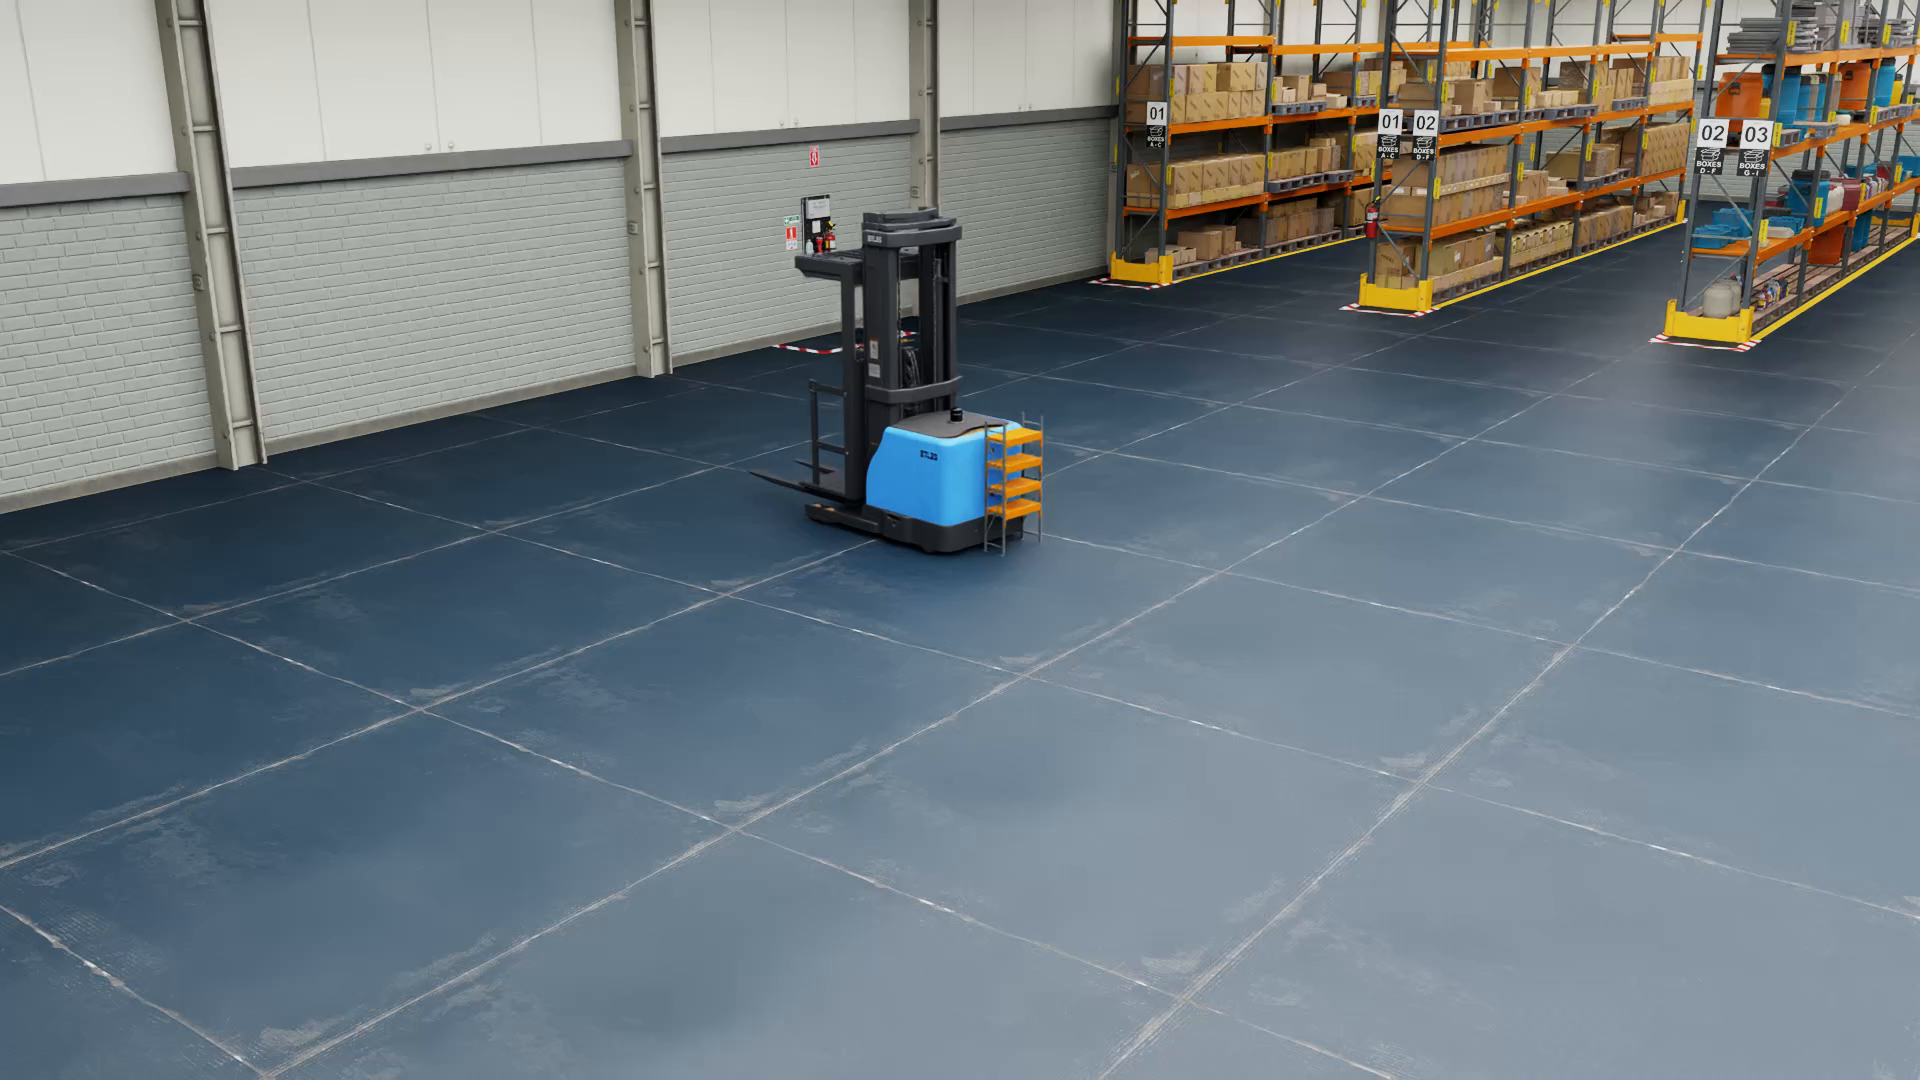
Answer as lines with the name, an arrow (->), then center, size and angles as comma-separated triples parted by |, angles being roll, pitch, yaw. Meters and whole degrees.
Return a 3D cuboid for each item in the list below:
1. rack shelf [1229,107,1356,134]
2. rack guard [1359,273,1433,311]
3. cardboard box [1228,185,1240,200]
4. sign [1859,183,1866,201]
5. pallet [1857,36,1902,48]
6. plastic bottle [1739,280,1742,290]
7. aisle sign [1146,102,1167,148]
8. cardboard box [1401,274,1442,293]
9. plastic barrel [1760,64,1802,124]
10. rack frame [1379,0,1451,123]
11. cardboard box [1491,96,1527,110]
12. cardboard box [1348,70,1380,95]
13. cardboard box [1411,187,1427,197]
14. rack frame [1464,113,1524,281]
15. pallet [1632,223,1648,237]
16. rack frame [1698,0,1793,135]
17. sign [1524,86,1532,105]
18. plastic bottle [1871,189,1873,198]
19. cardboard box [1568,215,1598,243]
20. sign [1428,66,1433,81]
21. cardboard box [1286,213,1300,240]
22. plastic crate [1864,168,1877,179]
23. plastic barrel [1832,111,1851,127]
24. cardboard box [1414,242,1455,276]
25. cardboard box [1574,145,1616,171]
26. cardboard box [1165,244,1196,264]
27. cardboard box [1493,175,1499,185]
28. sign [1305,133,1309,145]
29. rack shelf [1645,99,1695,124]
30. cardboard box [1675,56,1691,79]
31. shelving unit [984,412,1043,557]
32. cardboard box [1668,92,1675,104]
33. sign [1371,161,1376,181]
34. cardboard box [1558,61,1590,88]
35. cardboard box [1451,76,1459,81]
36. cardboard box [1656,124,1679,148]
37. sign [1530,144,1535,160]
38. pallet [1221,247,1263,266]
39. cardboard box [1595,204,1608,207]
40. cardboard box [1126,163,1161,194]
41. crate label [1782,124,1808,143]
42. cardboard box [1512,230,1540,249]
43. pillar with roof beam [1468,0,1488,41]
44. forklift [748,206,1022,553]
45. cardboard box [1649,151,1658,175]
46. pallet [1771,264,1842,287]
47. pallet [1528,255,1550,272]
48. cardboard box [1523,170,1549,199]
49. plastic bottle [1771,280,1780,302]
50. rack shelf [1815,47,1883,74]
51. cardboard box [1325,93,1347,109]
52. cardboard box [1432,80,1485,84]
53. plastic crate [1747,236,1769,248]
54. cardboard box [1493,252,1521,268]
rack shelf -> 6.872, -8.730, 34.461 | 1.077, 0.370, 4.000 | 12, 21, 35
rack guard -> 7.264, -4.139, 27.734 | 1.175, 0.500, 0.348 | 12, 21, 35
cardboard box -> 5.051, -6.697, 31.977 | 0.500, 0.250, 0.500 | 12, 21, 34
sign -> 16.466, -6.350, 30.364 | 0.100, 0.325, 0.005 | 12, 21, 35
pallet -> 16.475, -9.117, 30.429 | 1.213, 0.211, 1.003 | 12, 21, 35
plastic bottle -> 12.833, -4.147, 27.404 | 0.097, 0.271, 0.097 | 0, 17, 0
aisle sign -> 3.495, -7.384, 29.586 | 0.394, 0.787, 0.004 | 12, 21, 35
cardboard box -> 7.776, -4.314, 28.012 | 0.500, 0.250, 0.500 | 12, 21, 35
plastic barrel -> 12.958, -7.069, 26.344 | 0.600, 0.901, 0.708 | 12, 21, 35
rack frame -> 7.278, -8.203, 26.492 | 1.000, 3.000, 0.127 | 12, 21, 35
cardboard box -> 10.036, -7.997, 30.432 | 0.500, 0.250, 0.500 | 15, 23, 40
cardboard box -> 8.920, -10.199, 37.066 | 0.700, 0.500, 0.500 | 14, 22, 37
cardboard box -> 7.685, -5.751, 27.449 | 0.380, 0.149, 0.250 | 12, 21, 34
rack frame -> 9.661, -6.291, 30.449 | 1.000, 3.000, 0.127 | 12, 21, 35
pallet -> 14.838, -7.028, 37.525 | 1.003, 0.211, 1.213 | 12, 21, 35
rack frame -> 11.254, -7.327, 23.670 | 1.000, 3.000, 0.127 | 12, 21, 35
sign -> 10.108, -7.910, 29.602 | 0.100, 0.325, 0.005 | 12, 21, 35
plastic bottle -> 17.645, -6.747, 32.254 | 0.097, 0.201, 0.097 | 0, 17, 0
cardboard box -> 12.853, -6.443, 34.414 | 0.500, 0.500, 0.500 | 12, 21, 33
sign -> 10.889, -10.807, 38.532 | 0.100, 0.325, 0.005 | 12, 21, 35
cardboard box -> 6.710, -6.606, 34.938 | 0.700, 0.500, 0.500 | 13, 21, 35
plastic crate -> 19.412, -7.836, 35.606 | 0.416, 0.233, 0.300 | 12, 21, 35
plastic barrel -> 15.450, -7.390, 29.163 | 0.301, 0.262, 0.301 | 0, 17, 0
cardboard box -> 8.072, -4.791, 28.285 | 0.500, 0.500, 0.500 | 12, 21, 35
cardboard box -> 13.607, -8.196, 35.709 | 0.500, 0.500, 0.700 | -16, 23, -42
cardboard box -> 4.121, -5.423, 31.448 | 0.500, 0.311, 0.500 | 15, 22, 39
cardboard box -> 9.368, -6.424, 29.617 | 0.380, 0.149, 0.250 | 12, 21, 33
sign -> 7.616, -8.768, 36.475 | 0.100, 0.325, 0.005 | 12, 21, 35
rack shelf -> 15.620, -9.761, 37.781 | 1.077, 0.370, 4.000 | 12, 21, 35
cardboard box -> 16.518, -10.981, 38.642 | 0.700, 0.500, 0.500 | 12, 21, 35
shelving unit -> 0.477, -0.500, 14.838 | 0.258, 1.200, 0.503 | 16, 23, 42
cardboard box -> 15.812, -9.986, 37.544 | 0.500, 0.250, 0.500 | 12, 21, 35
sign -> 6.850, -6.103, 27.494 | 0.100, 0.325, 0.005 | 12, 21, 35
cardboard box -> 12.310, -9.304, 33.240 | 0.500, 0.500, 0.500 | 12, 21, 35
cardboard box -> 11.686, -11.040, 40.062 | 0.500, 0.250, 0.500 | 12, 21, 33
cardboard box -> 16.161, -9.275, 38.204 | 0.500, 0.500, 0.500 | 13, 22, 36
sign -> 11.603, -7.852, 33.659 | 0.100, 0.325, 0.005 | 12, 21, 35
pallet -> 5.309, -5.667, 33.144 | 1.003, 0.211, 1.213 | 12, 21, 35
cardboard box -> 13.944, -7.140, 36.658 | 0.500, 0.500, 0.500 | 11, 21, 32
cardboard box -> 3.407, -6.658, 30.588 | 0.500, 0.500, 0.500 | 12, 21, 34
crate label -> 12.634, -6.211, 25.385 | 0.502, 0.251, 0.408 | 12, 21, 35
cardboard box -> 10.717, -5.742, 31.666 | 0.500, 0.311, 0.500 | 12, 21, 33
pillar with roof beam -> 17.202, -12.924, 41.693 | 9.100, 9.000, 0.400 | 12, 21, 35
forklift -> -0.826, -1.636, 15.576 | 3.031, 2.935, 1.130 | 16, 24, 42
cardboard box -> 15.253, -8.440, 37.201 | 0.500, 0.500, 0.500 | 13, 21, 36
pallet -> 15.528, -4.858, 30.537 | 1.003, 0.211, 1.213 | 12, 21, 35
pallet -> 10.795, -5.433, 32.390 | 1.003, 0.211, 1.213 | 12, 21, 35
cardboard box -> 11.058, -6.889, 32.206 | 0.500, 0.500, 0.500 | 11, 20, 32
plastic bottle -> 13.178, -4.033, 26.903 | 0.144, 0.351, 0.185 | 12, 21, 34
rack shelf -> 14.829, -8.221, 28.438 | 1.077, 0.370, 4.000 | 12, 21, 35
cardboard box -> 7.852, -9.298, 35.193 | 0.500, 0.311, 0.500 | 12, 21, 35
cardboard box -> 8.579, -7.670, 28.715 | 0.797, 0.503, 0.637 | 15, 23, 41
plastic crate -> 12.045, -4.492, 25.102 | 0.298, 0.136, 0.250 | 12, 21, 35
cardboard box -> 10.100, -5.230, 30.963 | 0.500, 0.250, 0.500 | 12, 21, 33
